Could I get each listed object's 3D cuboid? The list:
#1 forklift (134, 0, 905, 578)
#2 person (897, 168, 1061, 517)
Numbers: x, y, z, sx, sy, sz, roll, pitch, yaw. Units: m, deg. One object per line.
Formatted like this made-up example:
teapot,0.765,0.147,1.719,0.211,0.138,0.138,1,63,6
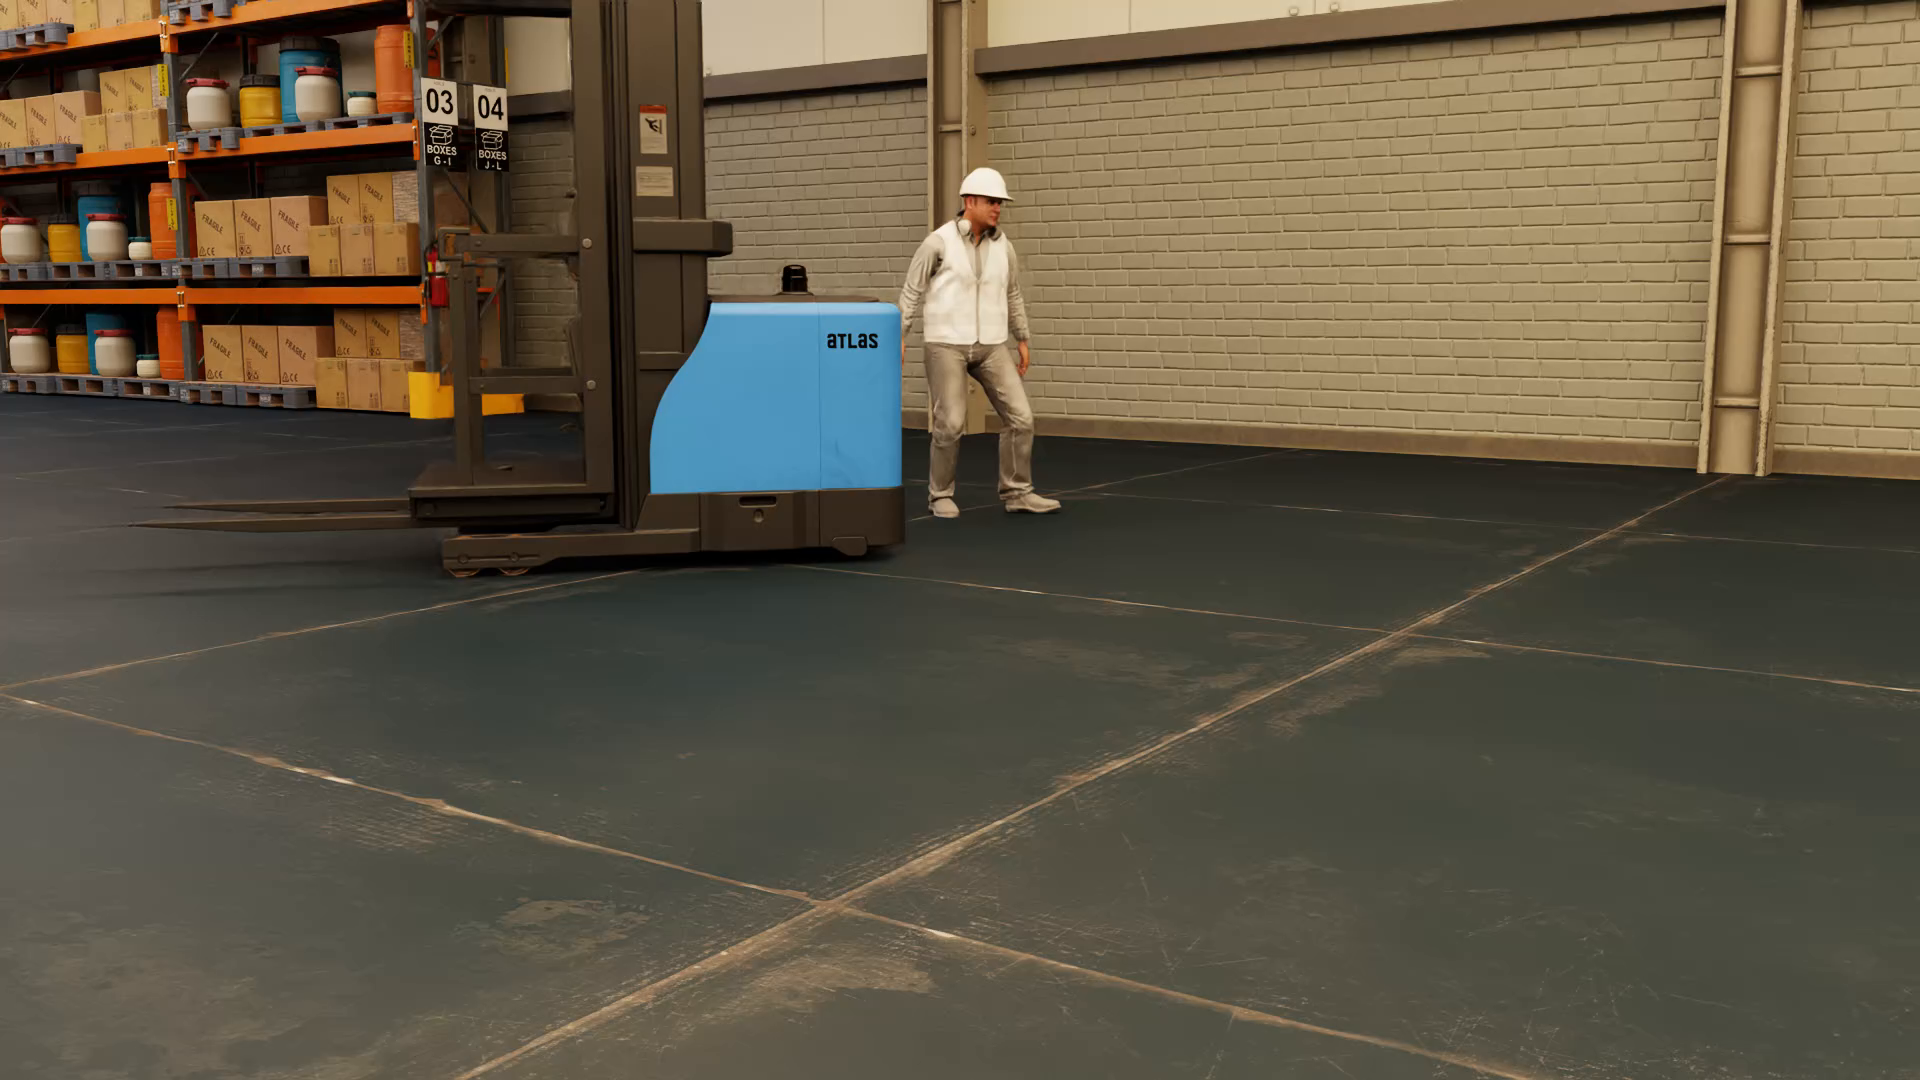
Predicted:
forklift,-1.805,-1.385,6.930,3.031,2.935,1.130,-2,8,-13
person,0.080,-0.986,8.409,0.853,1.745,0.459,-3,9,-22
